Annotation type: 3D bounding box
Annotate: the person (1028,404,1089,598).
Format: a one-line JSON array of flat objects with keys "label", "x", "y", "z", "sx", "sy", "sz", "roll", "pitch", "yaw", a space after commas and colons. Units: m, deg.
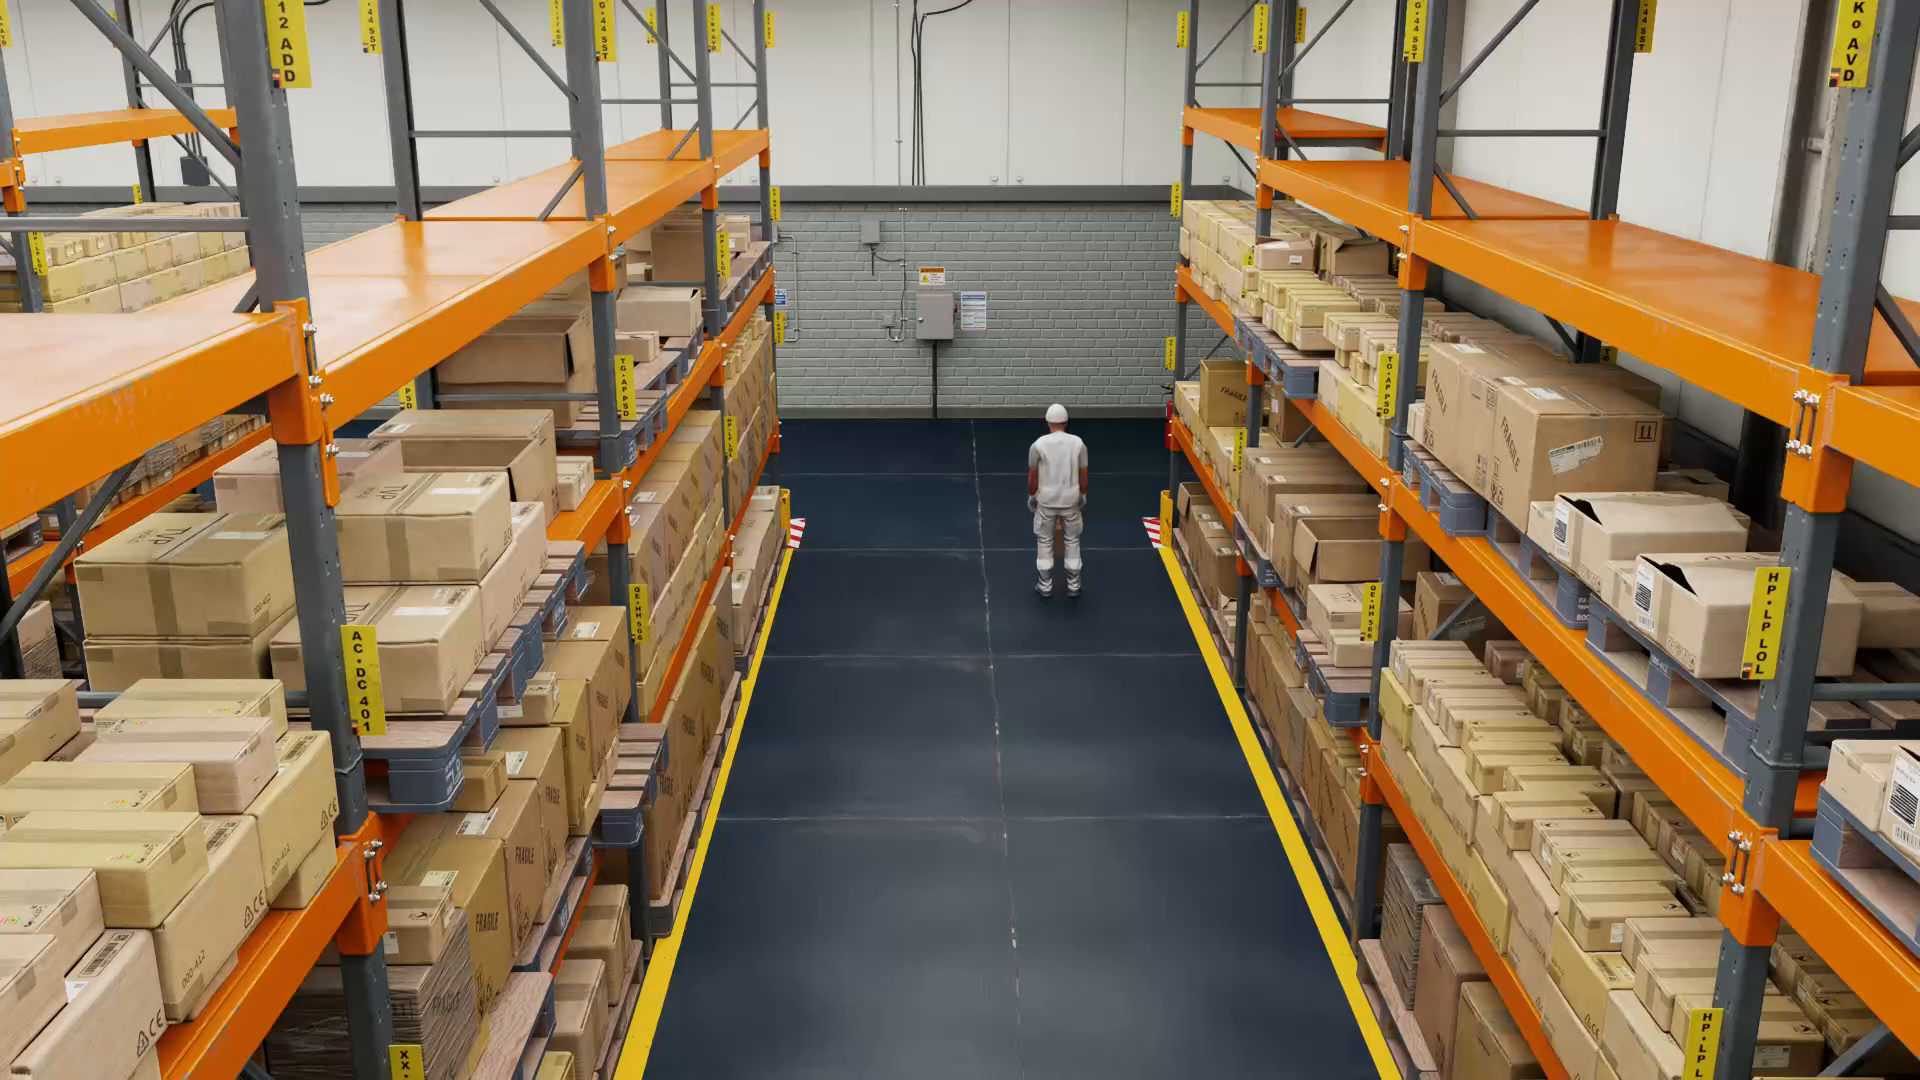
[{"label": "person", "x": 0.890, "y": -0.354, "z": 15.171, "sx": 0.555, "sy": 1.784, "sz": 0.422, "roll": -1, "pitch": 17, "yaw": -2}]
